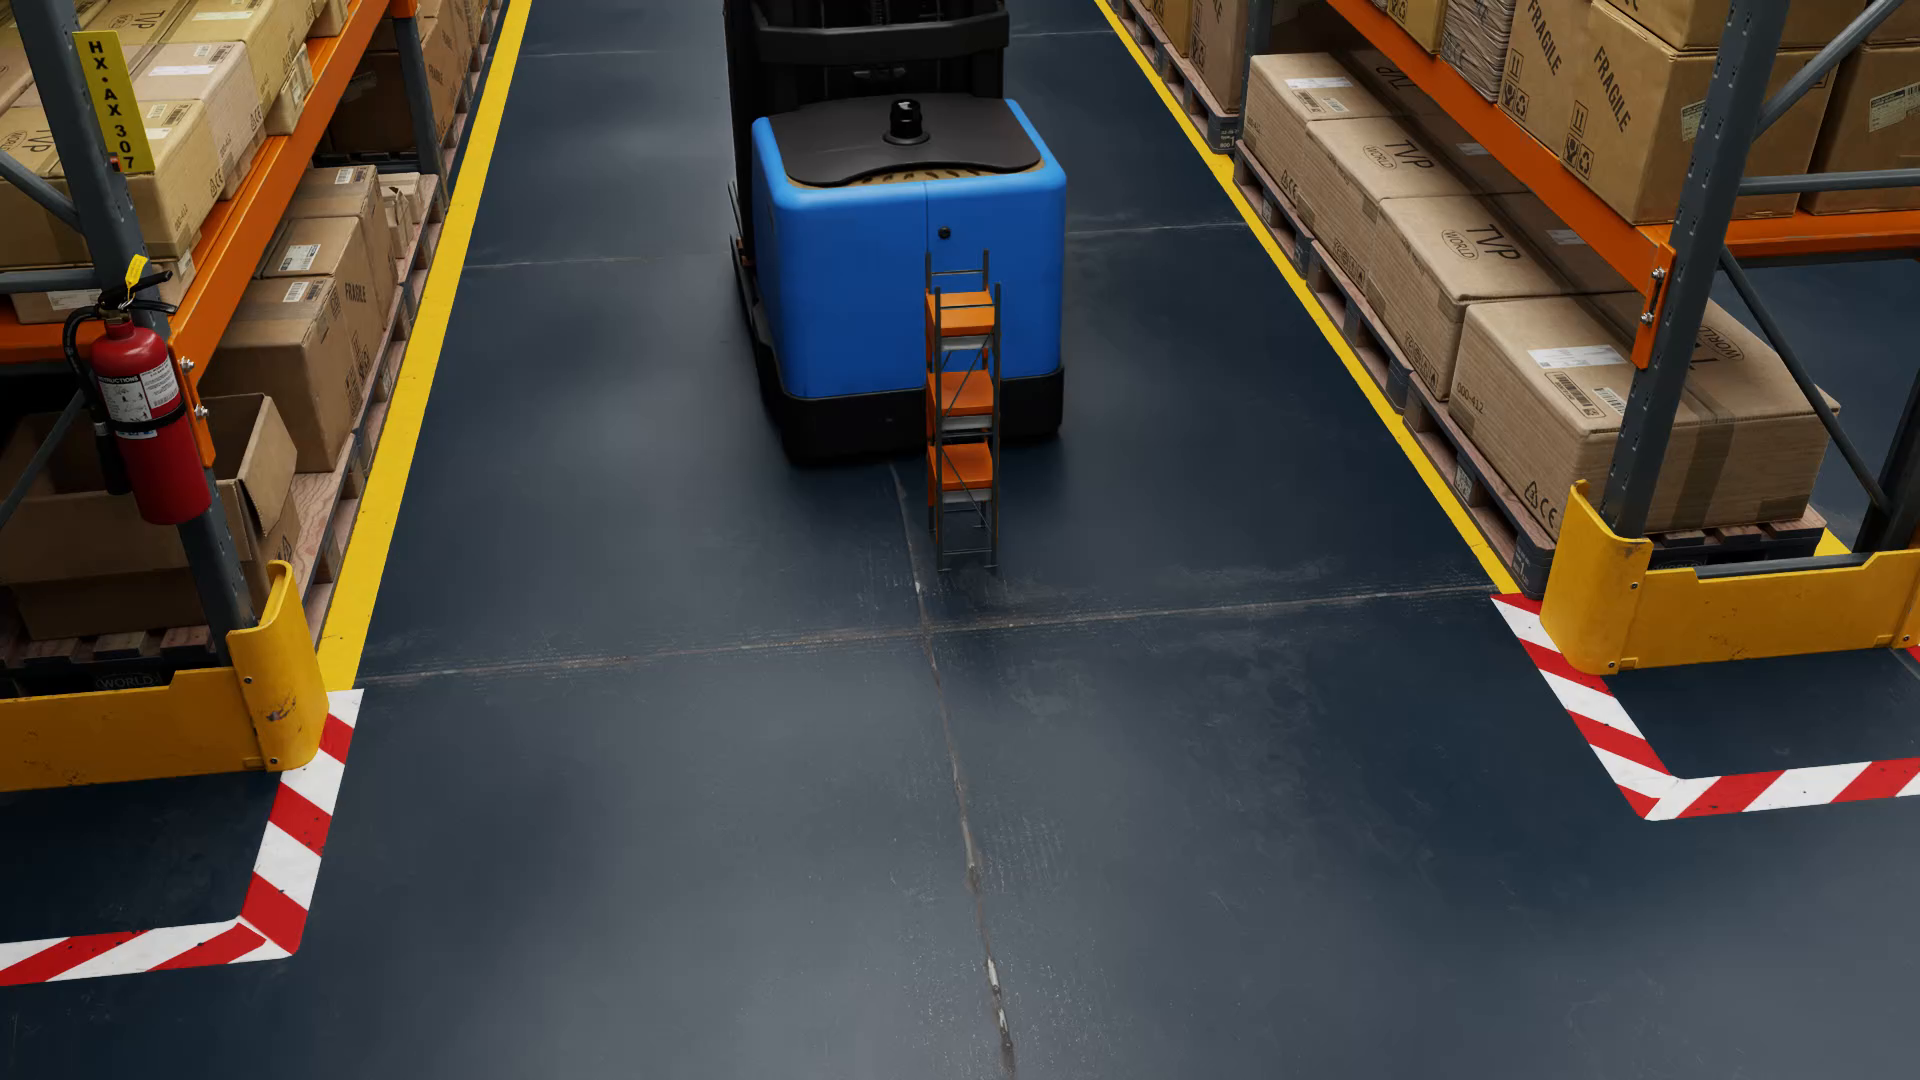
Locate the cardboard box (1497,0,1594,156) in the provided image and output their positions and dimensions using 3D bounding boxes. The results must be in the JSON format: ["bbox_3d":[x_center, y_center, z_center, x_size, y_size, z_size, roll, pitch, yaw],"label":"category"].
[{"bbox_3d":[2.081,-1.541,5.259,0.500,0.500,0.500,-5,35,-7],"label":"cardboard box"}]

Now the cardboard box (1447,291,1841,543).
[{"bbox_3d":[2.273,-0.445,5.642,0.875,0.438,0.875,-5,35,-8],"label":"cardboard box"}]

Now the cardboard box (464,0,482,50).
[{"bbox_3d":[-3.045,-3.116,9.506,0.500,0.500,0.500,-6,35,-8],"label":"cardboard box"}]

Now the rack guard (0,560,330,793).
[{"bbox_3d":[-2.467,0.399,4.721,1.175,0.500,0.348,-4,35,-6],"label":"rack guard"}]

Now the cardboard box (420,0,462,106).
[{"bbox_3d":[-2.918,-2.548,8.672,0.500,0.500,0.500,-5,35,-7],"label":"cardboard box"}]

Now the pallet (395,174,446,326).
[{"bbox_3d":[-2.904,-1.288,7.453,1.003,0.211,1.213,-4,35,-6],"label":"pallet"}]

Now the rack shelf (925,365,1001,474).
[{"bbox_3d":[0.007,-0.395,5.416,0.215,0.259,0.240,-4,35,-6],"label":"rack shelf"}]

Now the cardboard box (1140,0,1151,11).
[{"bbox_3d":[1.511,-3.840,10.234,0.875,0.875,0.875,-4,34,-6],"label":"cardboard box"}]

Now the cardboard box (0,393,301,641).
[{"bbox_3d":[-2.445,-0.082,5.051,0.797,0.503,0.637,-6,35,-8],"label":"cardboard box"}]

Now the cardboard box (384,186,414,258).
[{"bbox_3d":[-2.581,-1.380,7.166,0.396,0.266,0.258,-3,34,-5],"label":"cardboard box"}]

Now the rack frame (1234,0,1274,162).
[{"bbox_3d":[1.923,-3.202,7.785,1.000,3.000,0.127,-4,35,-6],"label":"rack frame"}]

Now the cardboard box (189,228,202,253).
[{"bbox_3d":[-2.309,-0.830,4.528,0.380,0.149,0.250,-4,34,-5],"label":"cardboard box"}]

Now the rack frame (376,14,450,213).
[{"bbox_3d":[-2.995,-2.824,7.230,1.000,3.000,0.127,-4,35,-6],"label":"rack frame"}]

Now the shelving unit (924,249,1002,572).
[{"bbox_3d":[0.007,-0.404,5.411,0.215,1.050,0.252,-4,35,-6],"label":"shelving unit"}]

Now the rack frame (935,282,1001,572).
[{"bbox_3d":[0.024,-0.336,5.311,0.200,1.050,0.008,-4,35,-6],"label":"rack frame"}]

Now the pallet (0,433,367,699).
[{"bbox_3d":[-2.575,0.074,5.455,1.003,0.211,1.213,-4,35,-6],"label":"pallet"}]

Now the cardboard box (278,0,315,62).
[{"bbox_3d":[-2.480,-1.774,5.558,0.500,0.250,0.500,-5,35,-8],"label":"cardboard box"}]

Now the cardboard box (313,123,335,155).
[{"bbox_3d":[-3.354,-2.216,8.185,0.500,0.500,0.500,-5,35,-7],"label":"cardboard box"}]

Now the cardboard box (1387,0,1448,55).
[{"bbox_3d":[1.920,-2.115,6.101,0.500,0.500,0.500,-3,34,-5],"label":"cardboard box"}]

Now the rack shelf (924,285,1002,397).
[{"bbox_3d":[0.007,-0.630,5.257,0.215,0.259,0.240,-4,35,-6],"label":"rack shelf"}]

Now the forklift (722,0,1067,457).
[{"bbox_3d":[-0.418,-2.336,6.576,1.130,2.935,3.031,-7,35,-10],"label":"forklift"}]

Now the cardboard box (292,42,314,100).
[{"bbox_3d":[-2.409,-1.560,5.599,0.380,0.149,0.250,-4,34,-5],"label":"cardboard box"}]

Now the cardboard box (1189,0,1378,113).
[{"bbox_3d":[1.760,-2.837,8.764,0.875,0.875,0.875,-3,34,-5],"label":"cardboard box"}]

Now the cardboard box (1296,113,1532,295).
[{"bbox_3d":[2.022,-1.459,7.129,0.875,0.438,0.875,-5,35,-8],"label":"cardboard box"}]

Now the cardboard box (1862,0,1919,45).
[{"bbox_3d":[2.679,-1.714,4.624,0.500,0.500,0.500,-5,35,-7],"label":"cardboard box"}]

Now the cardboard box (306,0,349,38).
[{"bbox_3d":[-2.516,-1.985,6.223,0.380,0.149,0.250,-5,35,-7],"label":"cardboard box"}]

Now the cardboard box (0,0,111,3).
[{"bbox_3d":[-2.982,-1.746,5.517,0.500,0.250,0.500,-4,35,-6],"label":"cardboard box"}]

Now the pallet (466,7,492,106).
[{"bbox_3d":[-3.309,-2.805,9.678,1.003,0.211,1.213,-4,35,-6],"label":"pallet"}]

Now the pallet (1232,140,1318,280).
[{"bbox_3d":[1.948,-1.619,7.939,1.003,0.211,1.213,-4,35,-6],"label":"pallet"}]

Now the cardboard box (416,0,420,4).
[{"bbox_3d":[-2.939,-2.744,8.383,0.380,0.149,0.250,-6,35,-9],"label":"cardboard box"}]

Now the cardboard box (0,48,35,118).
[{"bbox_3d":[-2.850,-1.177,4.683,0.500,0.250,0.500,-4,35,-6],"label":"cardboard box"}]

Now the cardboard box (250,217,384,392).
[{"bbox_3d":[-2.494,-0.863,6.200,0.500,0.500,0.500,-4,34,-5],"label":"cardboard box"}]

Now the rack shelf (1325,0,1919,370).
[{"bbox_3d":[2.192,-1.788,6.350,1.077,0.370,4.000,-4,35,-6],"label":"rack shelf"}]

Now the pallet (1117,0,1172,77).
[{"bbox_3d":[1.577,-3.157,10.195,1.003,0.211,1.213,-4,35,-6],"label":"pallet"}]

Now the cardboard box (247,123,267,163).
[{"bbox_3d":[-2.394,-1.268,5.170,0.380,0.149,0.250,-4,34,-6],"label":"cardboard box"}]

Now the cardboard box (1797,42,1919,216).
[{"bbox_3d":[2.681,-1.301,4.906,0.500,0.500,0.500,-5,35,-7],"label":"cardboard box"}]

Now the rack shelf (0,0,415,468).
[{"bbox_3d":[-2.726,-1.410,5.795,1.077,0.370,4.000,-4,35,-6],"label":"rack shelf"}]

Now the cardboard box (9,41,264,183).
[{"bbox_3d":[-2.319,-1.208,4.727,0.500,0.250,0.500,-4,34,-6],"label":"cardboard box"}]

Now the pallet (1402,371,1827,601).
[{"bbox_3d":[2.276,-0.258,5.941,1.003,0.211,1.213,-4,35,-6],"label":"pallet"}]

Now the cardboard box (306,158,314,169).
[{"bbox_3d":[-3.140,-1.500,7.302,0.500,0.311,0.500,-3,34,-5],"label":"cardboard box"}]

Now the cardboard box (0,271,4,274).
[{"bbox_3d":[-2.741,-0.799,4.482,0.380,0.149,0.250,-3,34,-5],"label":"cardboard box"}]
